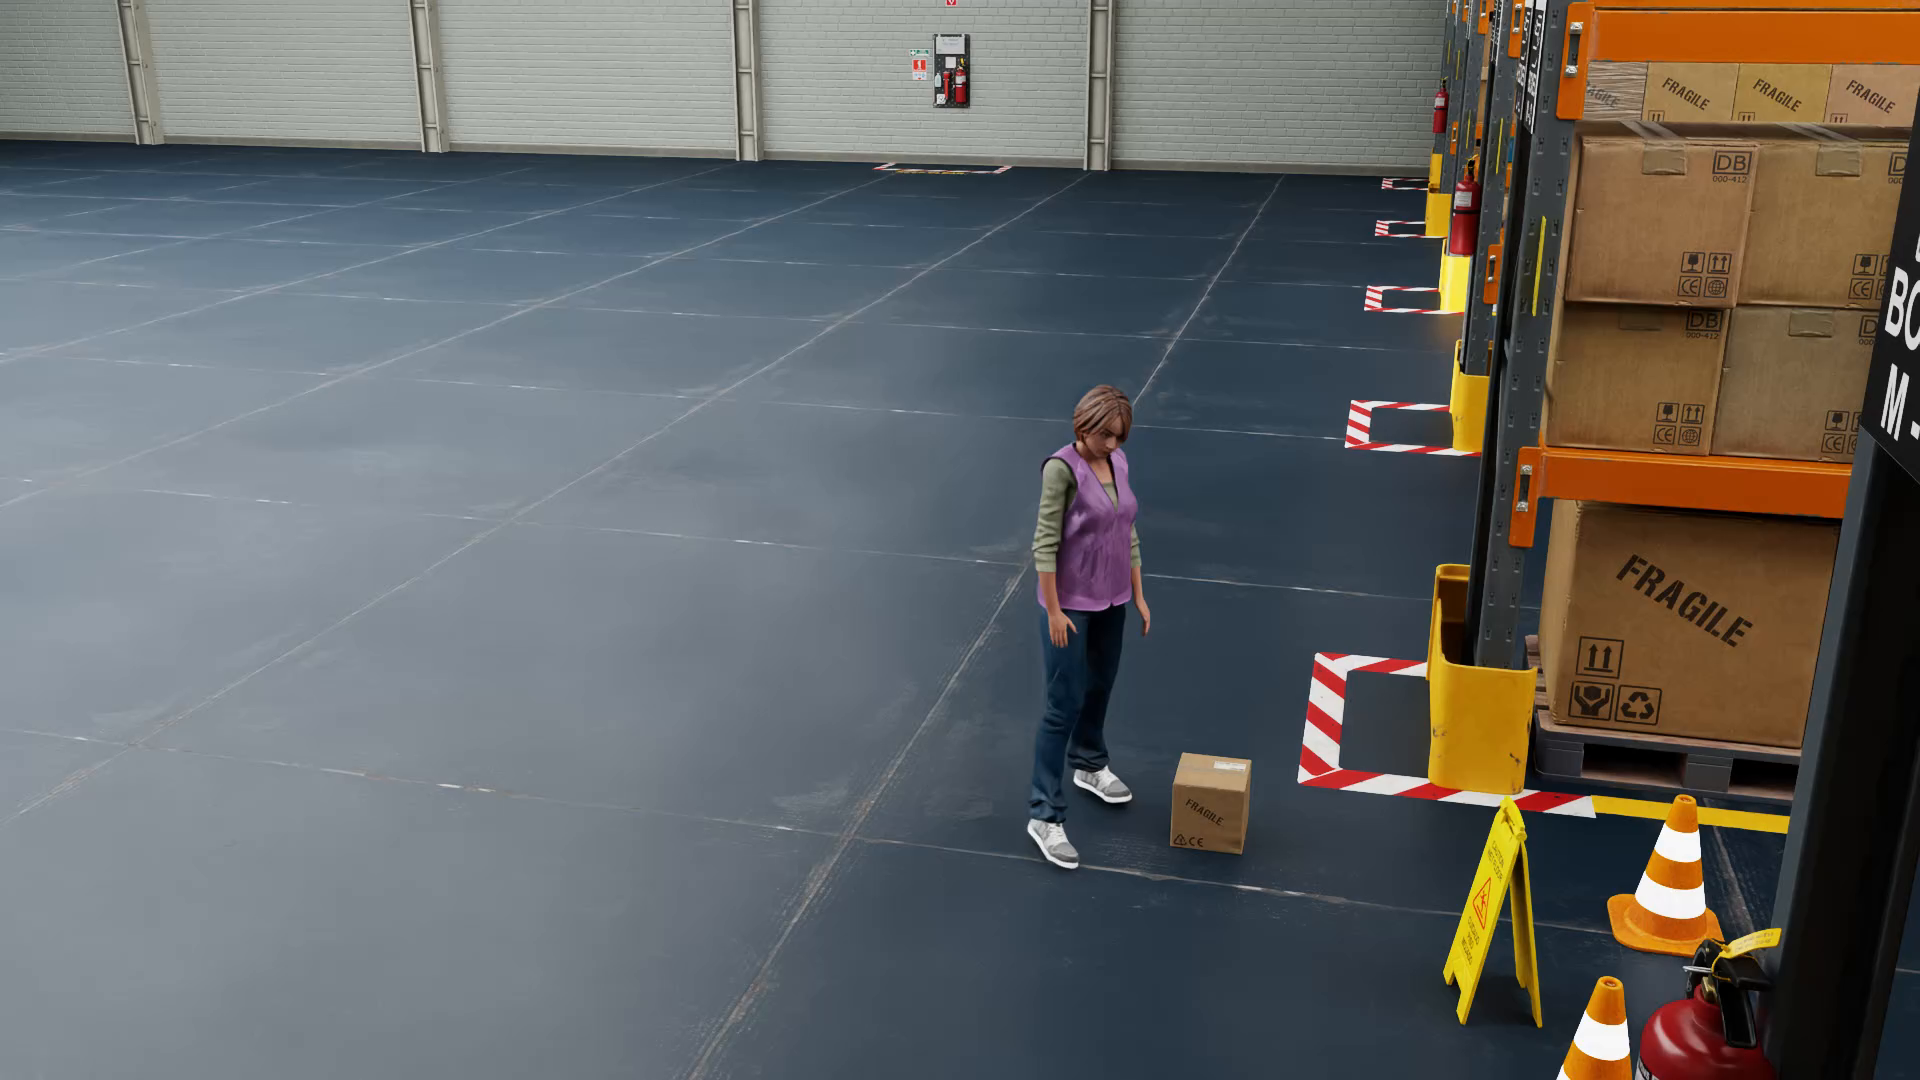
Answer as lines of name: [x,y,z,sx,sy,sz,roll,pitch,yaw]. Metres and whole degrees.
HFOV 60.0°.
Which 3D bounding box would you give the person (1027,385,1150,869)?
person: [0.416,0.273,5.753,0.466,1.571,0.609,17,25,42]
